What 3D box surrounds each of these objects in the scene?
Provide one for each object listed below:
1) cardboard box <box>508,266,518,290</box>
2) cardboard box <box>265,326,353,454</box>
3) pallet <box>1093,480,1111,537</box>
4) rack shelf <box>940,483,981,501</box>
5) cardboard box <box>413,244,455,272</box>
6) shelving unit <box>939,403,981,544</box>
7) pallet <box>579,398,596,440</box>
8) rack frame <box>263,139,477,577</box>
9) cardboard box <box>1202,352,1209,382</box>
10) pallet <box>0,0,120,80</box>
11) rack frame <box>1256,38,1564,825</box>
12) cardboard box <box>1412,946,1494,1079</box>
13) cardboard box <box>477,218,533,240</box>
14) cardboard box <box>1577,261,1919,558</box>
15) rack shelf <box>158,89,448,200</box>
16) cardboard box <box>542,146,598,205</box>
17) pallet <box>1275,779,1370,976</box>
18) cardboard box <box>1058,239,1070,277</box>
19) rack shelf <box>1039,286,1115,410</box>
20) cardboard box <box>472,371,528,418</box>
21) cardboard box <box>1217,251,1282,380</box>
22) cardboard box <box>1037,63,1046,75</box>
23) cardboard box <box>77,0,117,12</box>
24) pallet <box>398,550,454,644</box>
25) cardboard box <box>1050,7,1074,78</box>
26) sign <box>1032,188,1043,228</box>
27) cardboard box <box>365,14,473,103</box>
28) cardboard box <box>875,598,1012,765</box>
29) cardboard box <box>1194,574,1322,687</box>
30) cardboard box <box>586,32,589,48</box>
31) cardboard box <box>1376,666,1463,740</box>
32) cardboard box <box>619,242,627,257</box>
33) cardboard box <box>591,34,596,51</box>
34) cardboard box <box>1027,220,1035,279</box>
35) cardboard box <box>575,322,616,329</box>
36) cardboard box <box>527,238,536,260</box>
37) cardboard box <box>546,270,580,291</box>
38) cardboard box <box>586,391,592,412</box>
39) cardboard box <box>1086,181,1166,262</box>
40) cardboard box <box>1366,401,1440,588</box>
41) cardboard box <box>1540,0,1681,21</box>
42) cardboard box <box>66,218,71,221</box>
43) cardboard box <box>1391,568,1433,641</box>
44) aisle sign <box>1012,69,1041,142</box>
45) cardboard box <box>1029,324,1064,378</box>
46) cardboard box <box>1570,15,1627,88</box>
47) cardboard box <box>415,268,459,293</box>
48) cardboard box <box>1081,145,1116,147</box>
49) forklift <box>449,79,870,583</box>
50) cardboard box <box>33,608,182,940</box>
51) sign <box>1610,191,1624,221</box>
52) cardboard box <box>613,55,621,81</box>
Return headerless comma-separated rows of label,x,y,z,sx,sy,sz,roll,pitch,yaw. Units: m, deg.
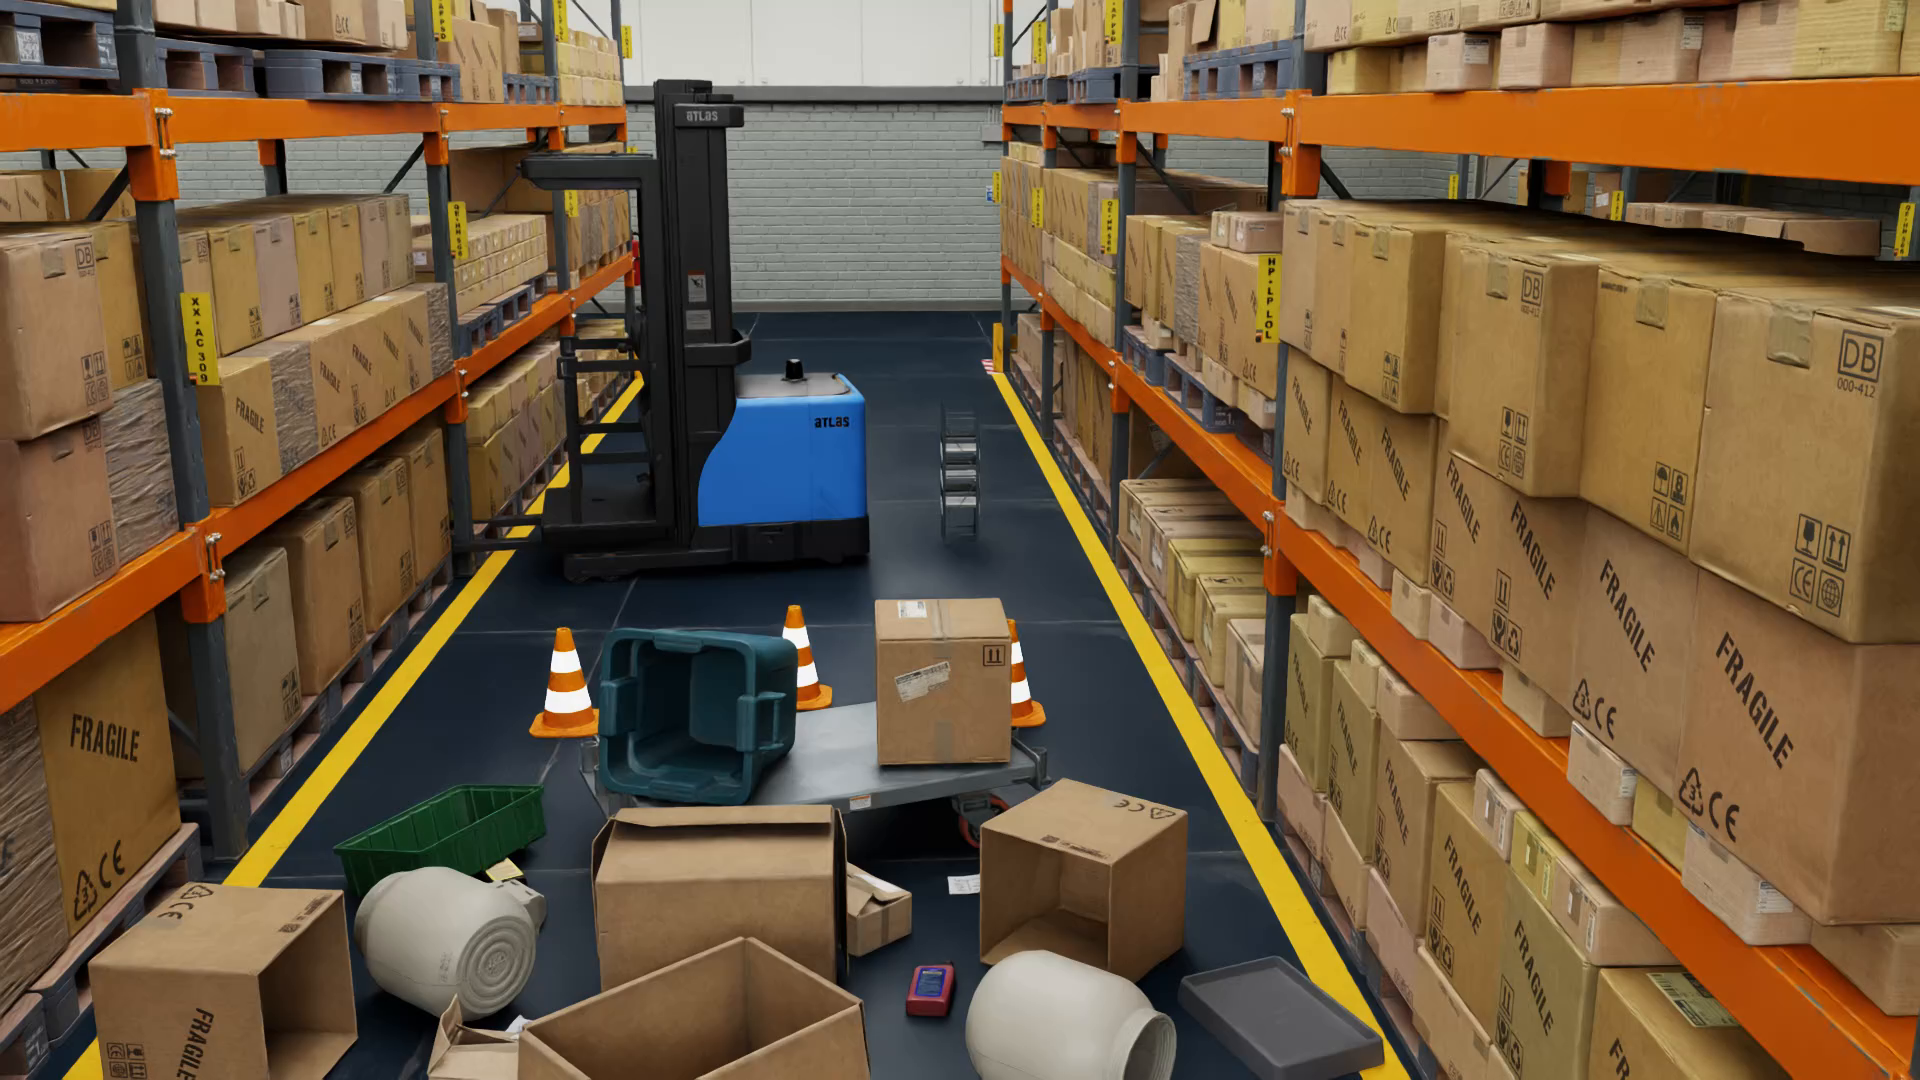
cardboard box,-3.421,-1.892,12.022,0.380,0.149,0.250,0,14,-1
cardboard box,-3.056,-0.674,7.424,0.500,0.500,0.500,-1,14,-4
pallet,1.481,-0.183,11.316,1.003,0.211,1.213,-1,14,-3
rack shelf,0.000,-0.318,10.953,0.258,0.077,0.200,-1,14,-3
cardboard box,-3.315,-1.724,10.175,0.380,0.149,0.250,-1,14,-3
shelving unit,0.000,-0.438,10.922,0.258,0.900,0.210,-1,14,-3
pallet,-3.804,-1.046,14.668,1.003,0.211,1.213,-1,14,-3
rack frame,-3.479,-1.235,9.807,1.000,3.000,0.127,-1,14,-3
cardboard box,1.346,-0.801,7.782,0.380,0.149,0.250,-1,14,-3
pallet,-3.191,-1.446,4.787,1.003,0.211,1.213,-1,14,-3
rack frame,1.703,-0.342,6.335,1.000,3.000,0.127,-1,14,-3
cardboard box,1.570,1.325,4.531,0.500,0.250,0.500,-1,14,-5
cardboard box,-3.476,-2.372,12.693,0.380,0.149,0.250,-1,14,-5
cardboard box,1.677,-0.273,3.265,0.700,0.500,0.500,-1,14,-3
rack shelf,-3.356,-1.842,7.590,1.077,0.370,4.000,-1,14,-3
cardboard box,-3.560,-3.277,14.939,0.500,0.500,0.500,-1,14,-3
pallet,1.780,1.175,6.036,1.003,0.211,1.213,-1,14,-3
cardboard box,1.018,-2.132,12.591,0.500,0.250,0.500,-1,14,-3
rack shelf,1.331,-1.486,12.225,1.077,0.370,4.000,-1,14,-3
cardboard box,-3.330,-1.016,11.623,0.500,0.250,0.500,-1,14,-3
cardboard box,1.413,-0.972,7.146,0.500,0.500,0.500,-1,14,-3
cardboard box,0.848,-4.125,14.245,0.396,0.266,0.258,0,14,-2
cardboard box,-2.890,-1.738,5.201,0.380,0.149,0.250,-1,14,-4
pallet,-3.506,0.313,9.388,1.003,0.211,1.213,-1,14,-3
cardboard box,0.972,-3.812,12.760,0.500,0.500,0.500,-1,14,-4
sign,0.653,-2.780,13.916,0.100,0.325,0.005,-1,14,-3
cardboard box,-3.249,-2.882,9.989,0.500,0.500,0.500,-1,14,-3
cardboard box,-0.072,0.537,6.417,0.500,0.500,0.500,-1,14,-3
cardboard box,1.620,0.418,7.812,0.950,0.372,0.625,0,14,0
cardboard box,-3.566,-4.514,15.028,0.380,0.149,0.250,-1,14,-5
cardboard box,1.471,0.487,4.984,0.380,0.149,0.250,0,14,0
cardboard box,-3.673,-3.026,17.273,0.380,0.149,0.250,-1,14,-3
cardboard box,-3.613,-4.643,15.529,0.380,0.149,0.250,-1,14,-2
cardboard box,0.886,-2.619,14.986,0.500,0.500,0.500,-1,14,-5
cardboard box,-3.731,-2.144,17.026,0.380,0.149,0.250,-1,14,-2
cardboard box,-3.476,-2.233,12.748,0.380,0.149,0.250,0,14,-1
cardboard box,-3.418,-2.184,13.998,0.380,0.149,0.250,0,14,-1
cardboard box,-3.446,-1.214,14.605,0.380,0.149,0.250,0,14,-2
cardboard box,1.122,-2.121,11.044,0.500,0.500,0.500,-1,14,-2
cardboard box,1.524,-0.171,4.874,0.500,0.500,0.500,-1,14,-4
cardboard box,1.583,-1.248,3.543,0.500,0.250,0.500,0,14,-2
cardboard box,-9.172,-3.121,16.842,0.500,0.250,0.500,-1,14,-5
cardboard box,1.472,0.181,4.806,0.380,0.149,0.250,-1,14,-3
aisle sign,0.665,-4.599,17.663,0.394,0.787,0.004,-1,14,-3
cardboard box,1.165,-1.899,16.686,0.875,0.438,0.875,0,14,-2
cardboard box,1.598,-1.081,3.694,0.380,0.149,0.250,-1,14,-5
cardboard box,-3.309,-1.584,10.228,0.380,0.149,0.250,0,14,-1
cardboard box,1.317,-3.578,15.403,0.380,0.149,0.250,-1,14,-4
forklift,-2.140,-1.305,10.217,3.031,2.935,1.130,-3,15,-12
cardboard box,-3.262,0.743,5.541,0.875,0.875,0.875,-1,14,-3
sign,5.620,-2.818,14.222,0.100,0.325,0.005,-1,14,-3
cardboard box,-3.693,-4.736,16.693,0.500,0.250,0.500,-1,14,-5
